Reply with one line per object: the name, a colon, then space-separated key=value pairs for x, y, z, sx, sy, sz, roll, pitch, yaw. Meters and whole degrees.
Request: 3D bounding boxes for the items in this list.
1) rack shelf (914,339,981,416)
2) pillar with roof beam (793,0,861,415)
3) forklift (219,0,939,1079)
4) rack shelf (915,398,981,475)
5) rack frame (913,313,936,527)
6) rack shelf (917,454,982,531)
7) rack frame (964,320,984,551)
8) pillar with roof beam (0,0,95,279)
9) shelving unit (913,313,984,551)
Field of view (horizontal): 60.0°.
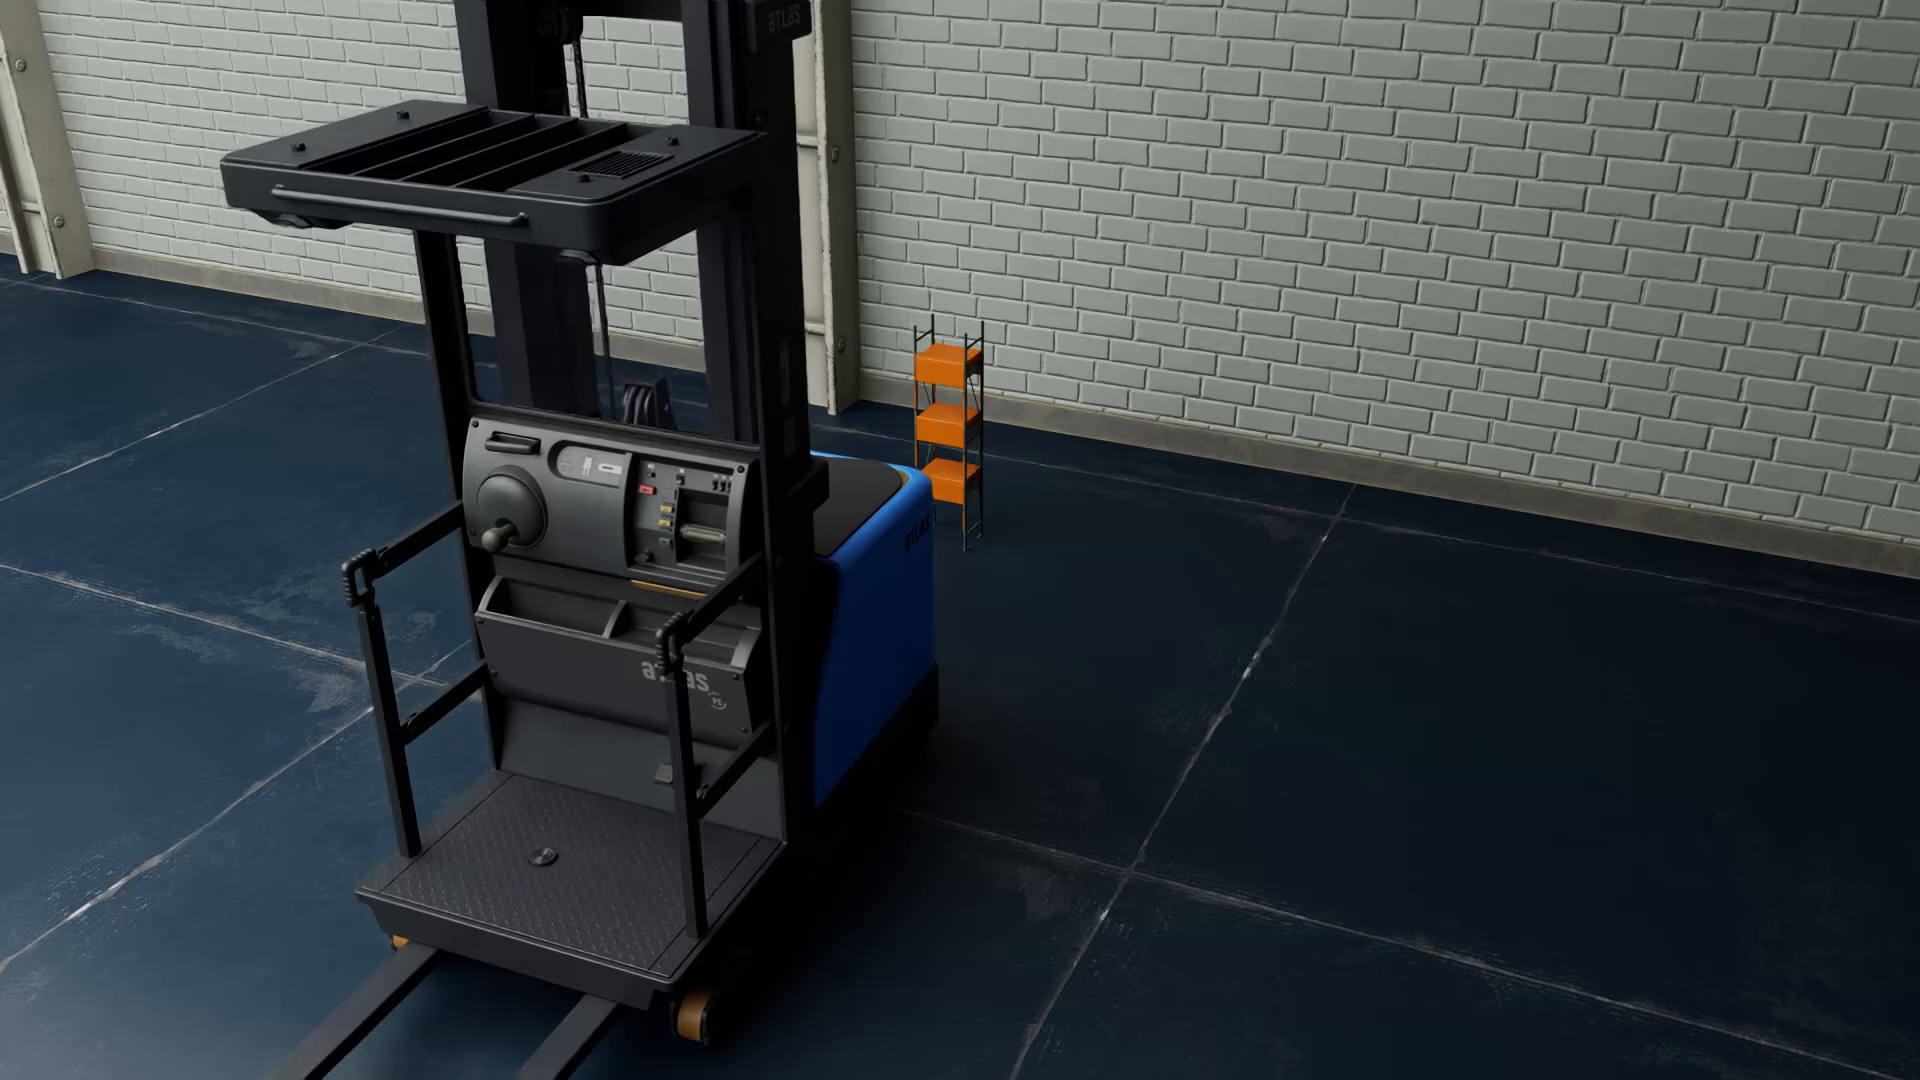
rack shelf: x=-0.049 y=-0.726 z=7.417 sx=0.240 sy=0.259 sz=0.215 roll=11 pitch=28 yaw=22
pillar with roof beam: x=-2.578 y=-3.089 z=3.837 sx=0.400 sy=9.000 sz=9.100 roll=11 pitch=28 yaw=22
forklift: x=-1.100 y=-0.076 z=4.585 sx=1.130 sy=2.935 sz=3.031 roll=10 pitch=28 yaw=20
rack shelf: x=-0.049 y=-0.471 z=7.543 sx=0.240 sy=0.259 sz=0.215 roll=11 pitch=28 yaw=22
rack frame: x=-0.160 y=-0.503 z=7.583 sx=0.008 sy=1.050 sz=0.200 roll=11 pitch=28 yaw=22
rack shelf: x=-0.049 y=-0.222 z=7.665 sx=0.240 sy=0.259 sz=0.215 roll=11 pitch=28 yaw=22
rack frame: x=0.062 y=-0.458 z=7.493 sx=0.008 sy=1.050 sz=0.200 roll=11 pitch=28 yaw=22
pillar with roof beam: x=-8.040 y=-4.186 z=6.065 sx=0.400 sy=9.000 sz=9.100 roll=11 pitch=28 yaw=22
shelving unit: x=-0.049 y=-0.481 z=7.538 sx=0.252 sy=1.050 sz=0.215 roll=11 pitch=28 yaw=22
